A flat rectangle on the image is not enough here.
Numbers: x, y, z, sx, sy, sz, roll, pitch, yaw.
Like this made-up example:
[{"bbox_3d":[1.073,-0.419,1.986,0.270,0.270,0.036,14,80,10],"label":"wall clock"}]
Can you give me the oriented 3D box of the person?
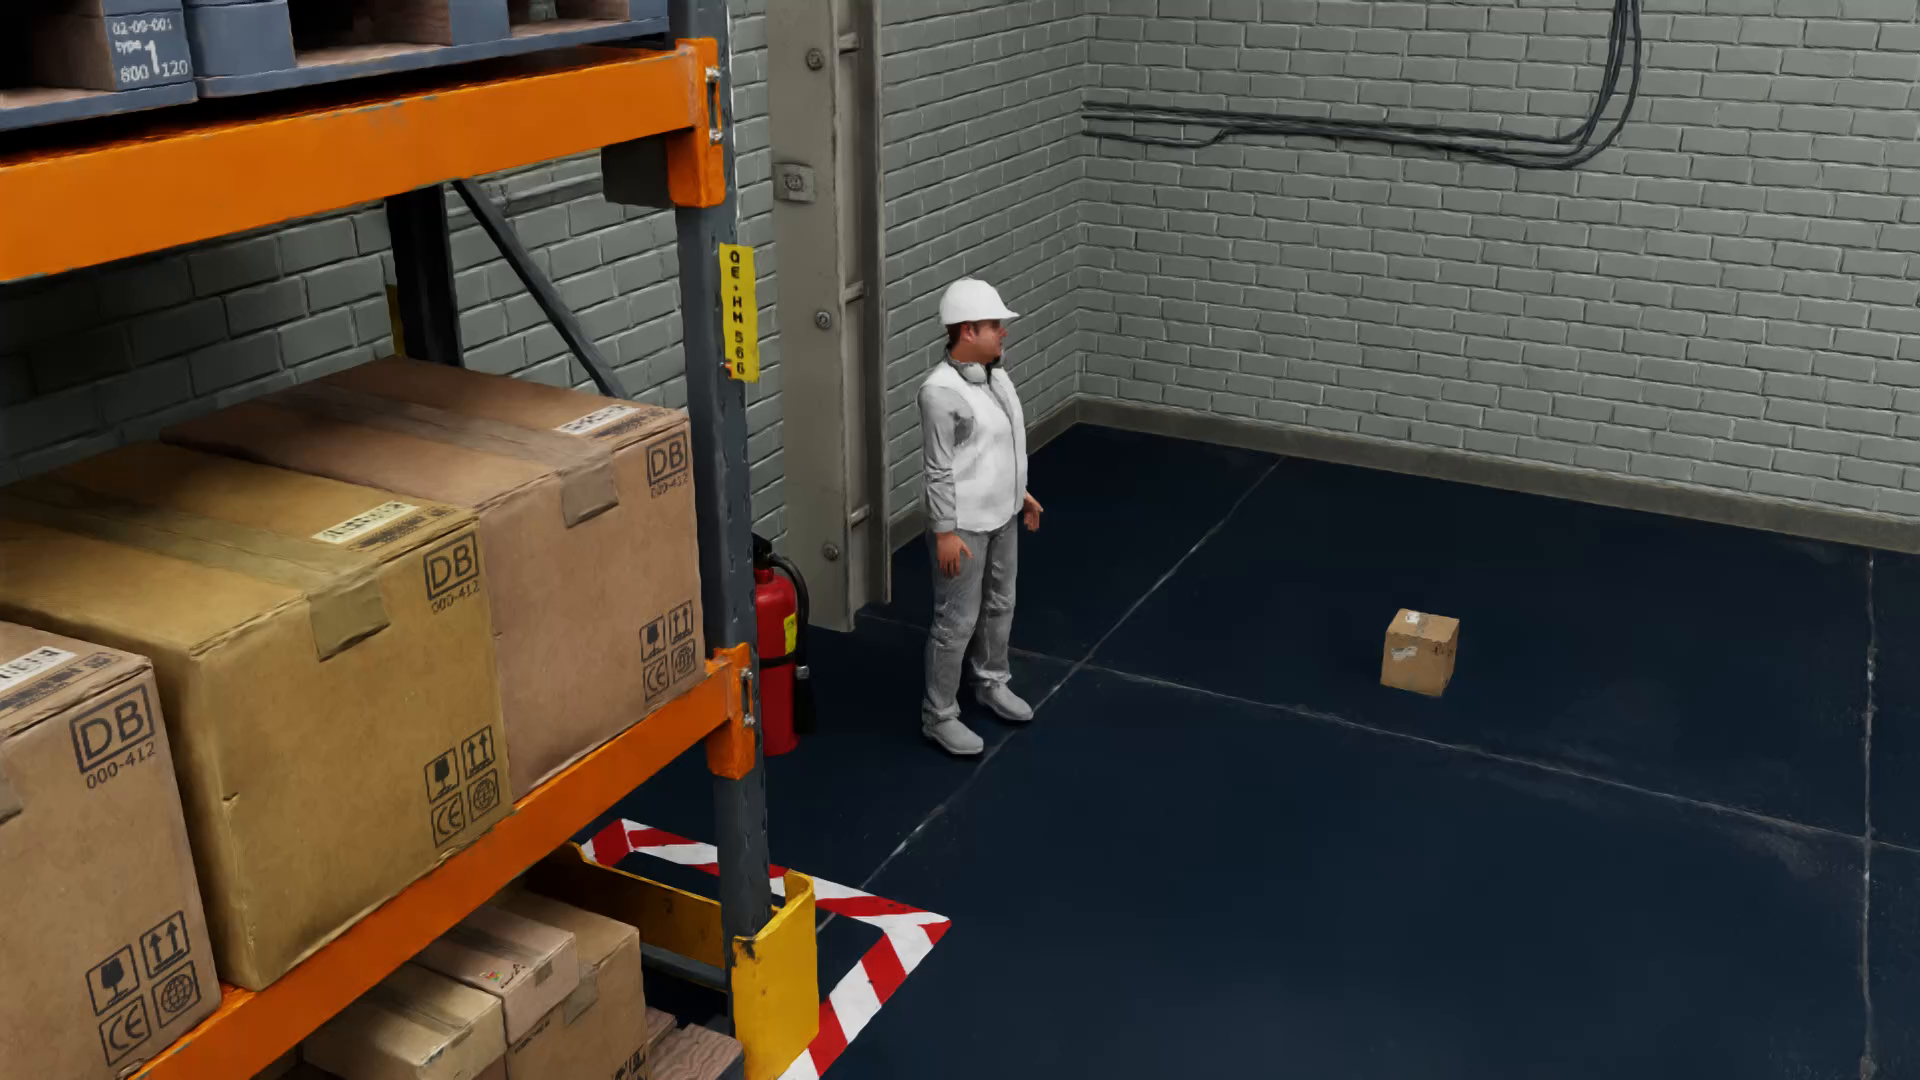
[{"bbox_3d":[0.063,-0.097,6.234,0.395,1.779,0.567,11,25,25],"label":"person"}]
